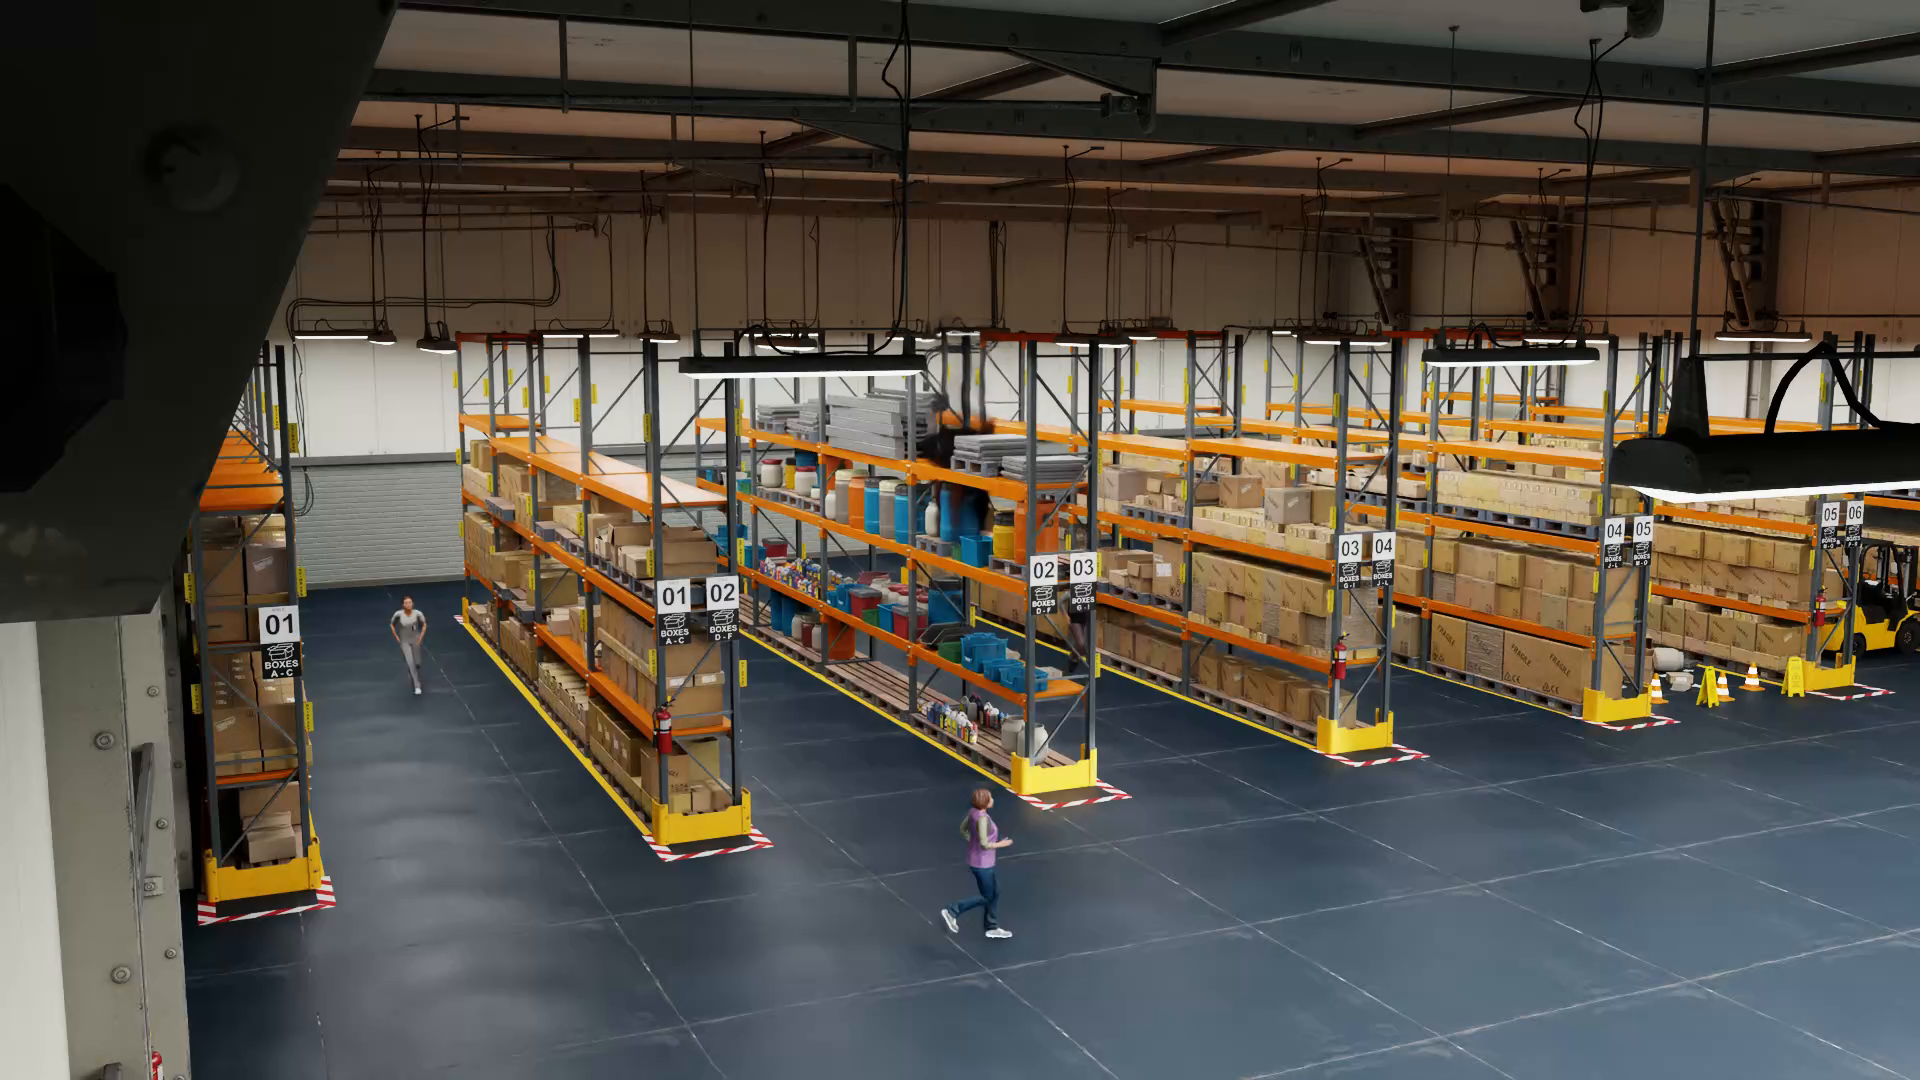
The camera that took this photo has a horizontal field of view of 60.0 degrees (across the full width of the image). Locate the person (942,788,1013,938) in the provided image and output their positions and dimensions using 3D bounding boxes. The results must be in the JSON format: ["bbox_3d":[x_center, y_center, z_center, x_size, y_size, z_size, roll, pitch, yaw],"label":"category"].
[{"bbox_3d":[0.169,3.288,16.866,0.730,1.574,0.531,-1,8,-9],"label":"person"}]

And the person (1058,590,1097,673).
[{"bbox_3d":[2.081,1.458,28.669,0.660,1.705,0.636,-4,9,-29],"label":"person"}]

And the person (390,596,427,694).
[{"bbox_3d":[-9.326,1.745,28.157,0.589,1.647,0.790,-3,8,-24],"label":"person"}]
